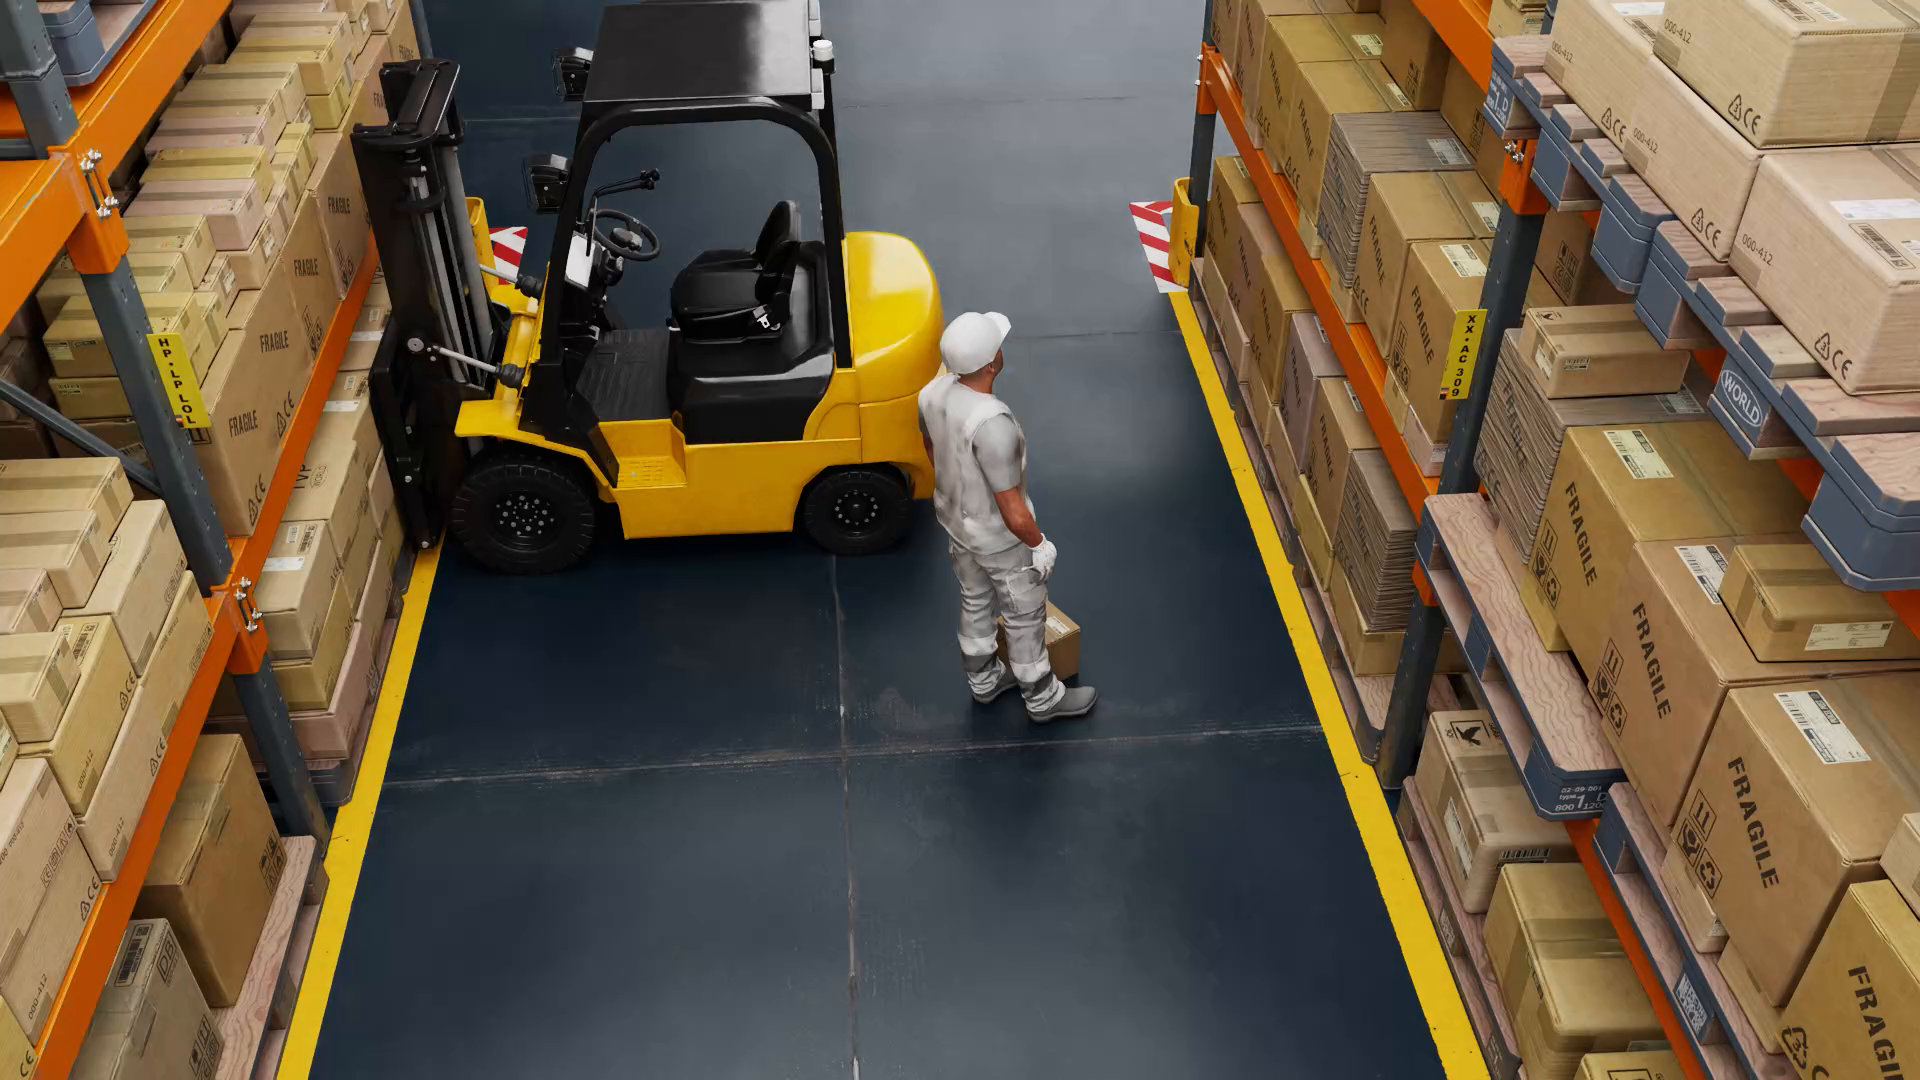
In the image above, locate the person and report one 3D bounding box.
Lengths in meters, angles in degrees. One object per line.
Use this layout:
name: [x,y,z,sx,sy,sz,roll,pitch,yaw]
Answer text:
person: [0.176,-0.087,6.228,0.561,1.790,0.638,-23,44,-26]
